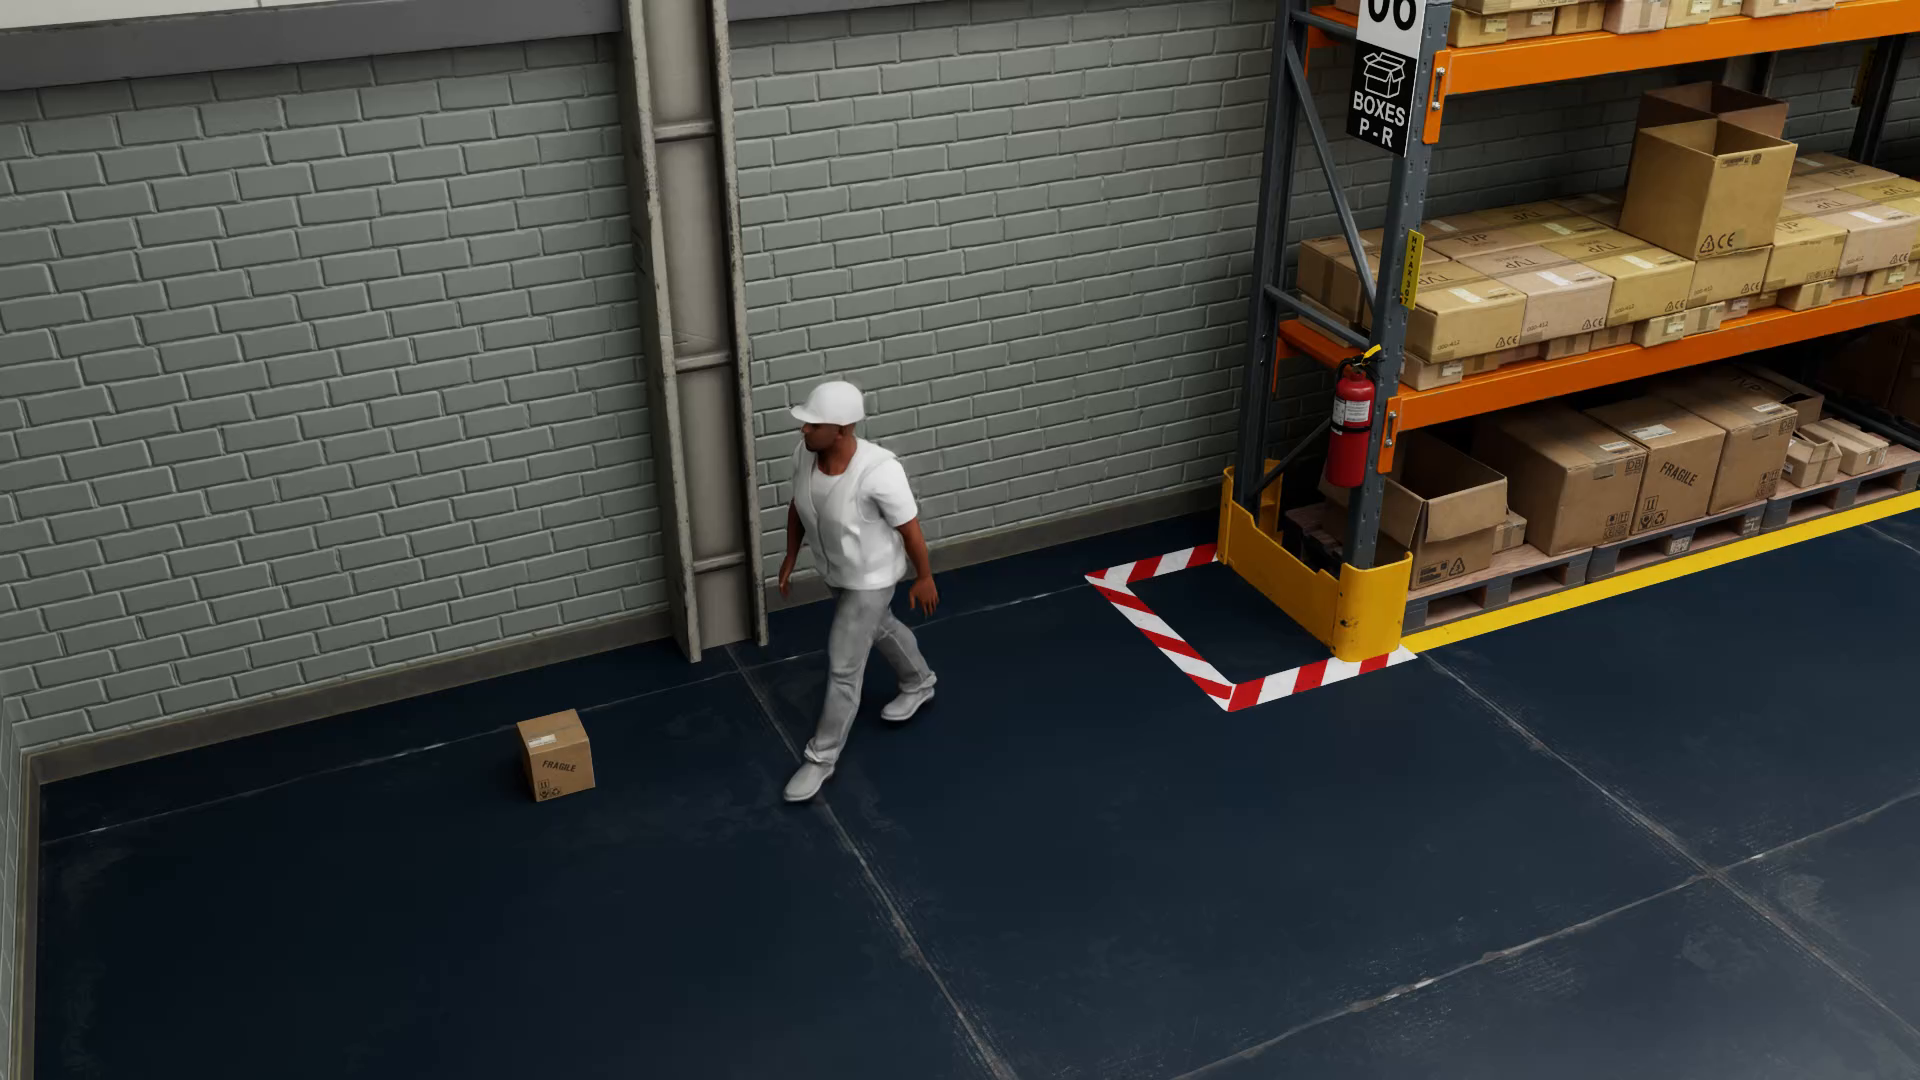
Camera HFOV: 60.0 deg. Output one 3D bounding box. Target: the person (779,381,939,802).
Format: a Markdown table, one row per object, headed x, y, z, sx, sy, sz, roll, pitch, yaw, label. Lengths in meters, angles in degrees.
| x | y | z | sx | sy | sz | roll | pitch | yaw | label |
| --- | --- | --- | --- | --- | --- | --- | --- | --- | --- |
| -0.471 | 0.124 | 6.857 | 0.967 | 1.709 | 0.615 | -22 | 36 | -33 | person |
